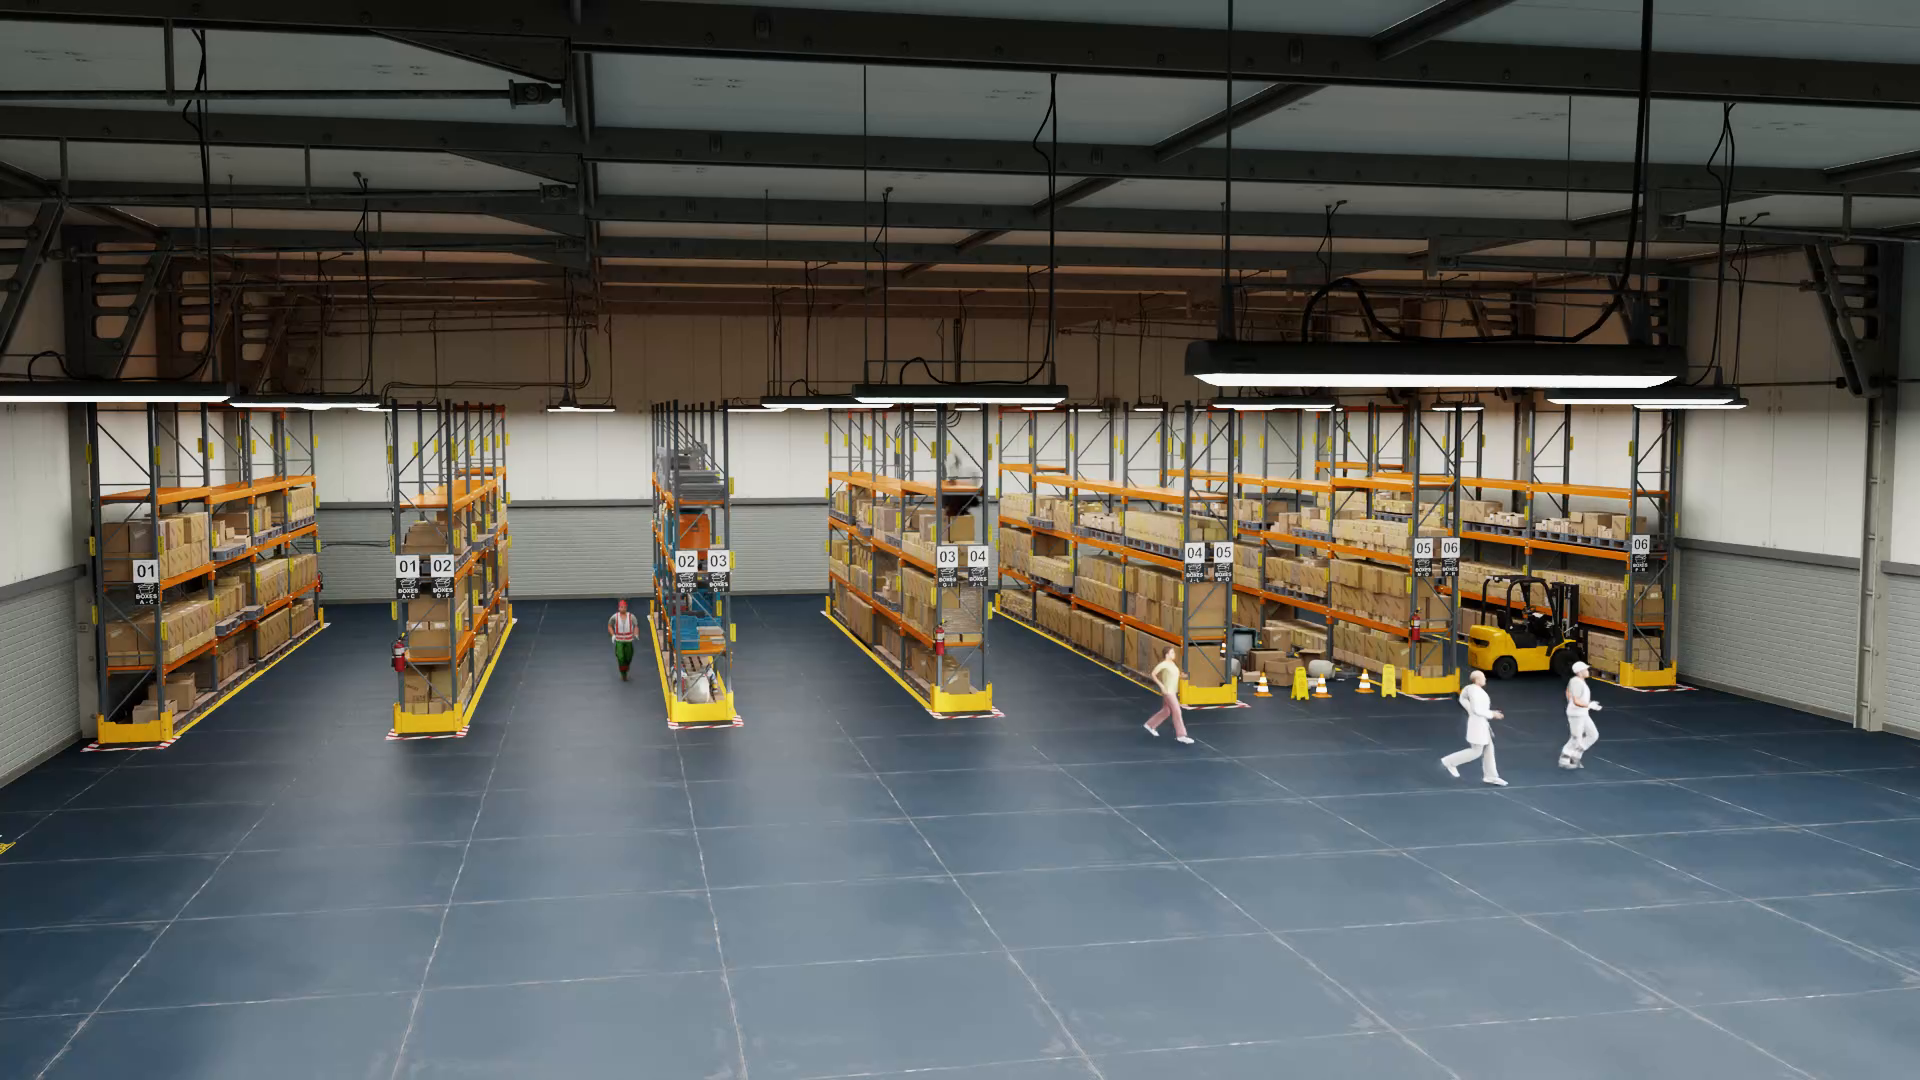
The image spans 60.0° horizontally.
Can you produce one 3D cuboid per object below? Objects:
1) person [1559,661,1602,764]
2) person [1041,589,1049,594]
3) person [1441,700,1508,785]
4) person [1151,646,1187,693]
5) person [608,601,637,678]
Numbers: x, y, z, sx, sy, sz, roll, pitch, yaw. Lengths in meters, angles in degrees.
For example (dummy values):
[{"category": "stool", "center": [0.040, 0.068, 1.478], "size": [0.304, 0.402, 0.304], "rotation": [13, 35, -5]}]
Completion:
[{"category": "person", "center": [9.964, 2.787, 26.664], "size": [0.661, 1.685, 0.645], "rotation": [3, 5, 30]}, {"category": "person", "center": [2.677, 1.166, 49.447], "size": [0.678, 1.726, 0.676], "rotation": [-3, 6, -39]}, {"category": "person", "center": [7.971, 3.067, 25.728], "size": [1.005, 1.461, 0.188], "rotation": [1, 4, 14]}, {"category": "person", "center": [3.683, 2.260, 28.984], "size": [0.578, 0.824, 0.573], "rotation": [2, 5, 27]}, {"category": "person", "center": [-7.267, 2.128, 35.877], "size": [0.620, 1.671, 0.589], "rotation": [-1, 4, -16]}]
